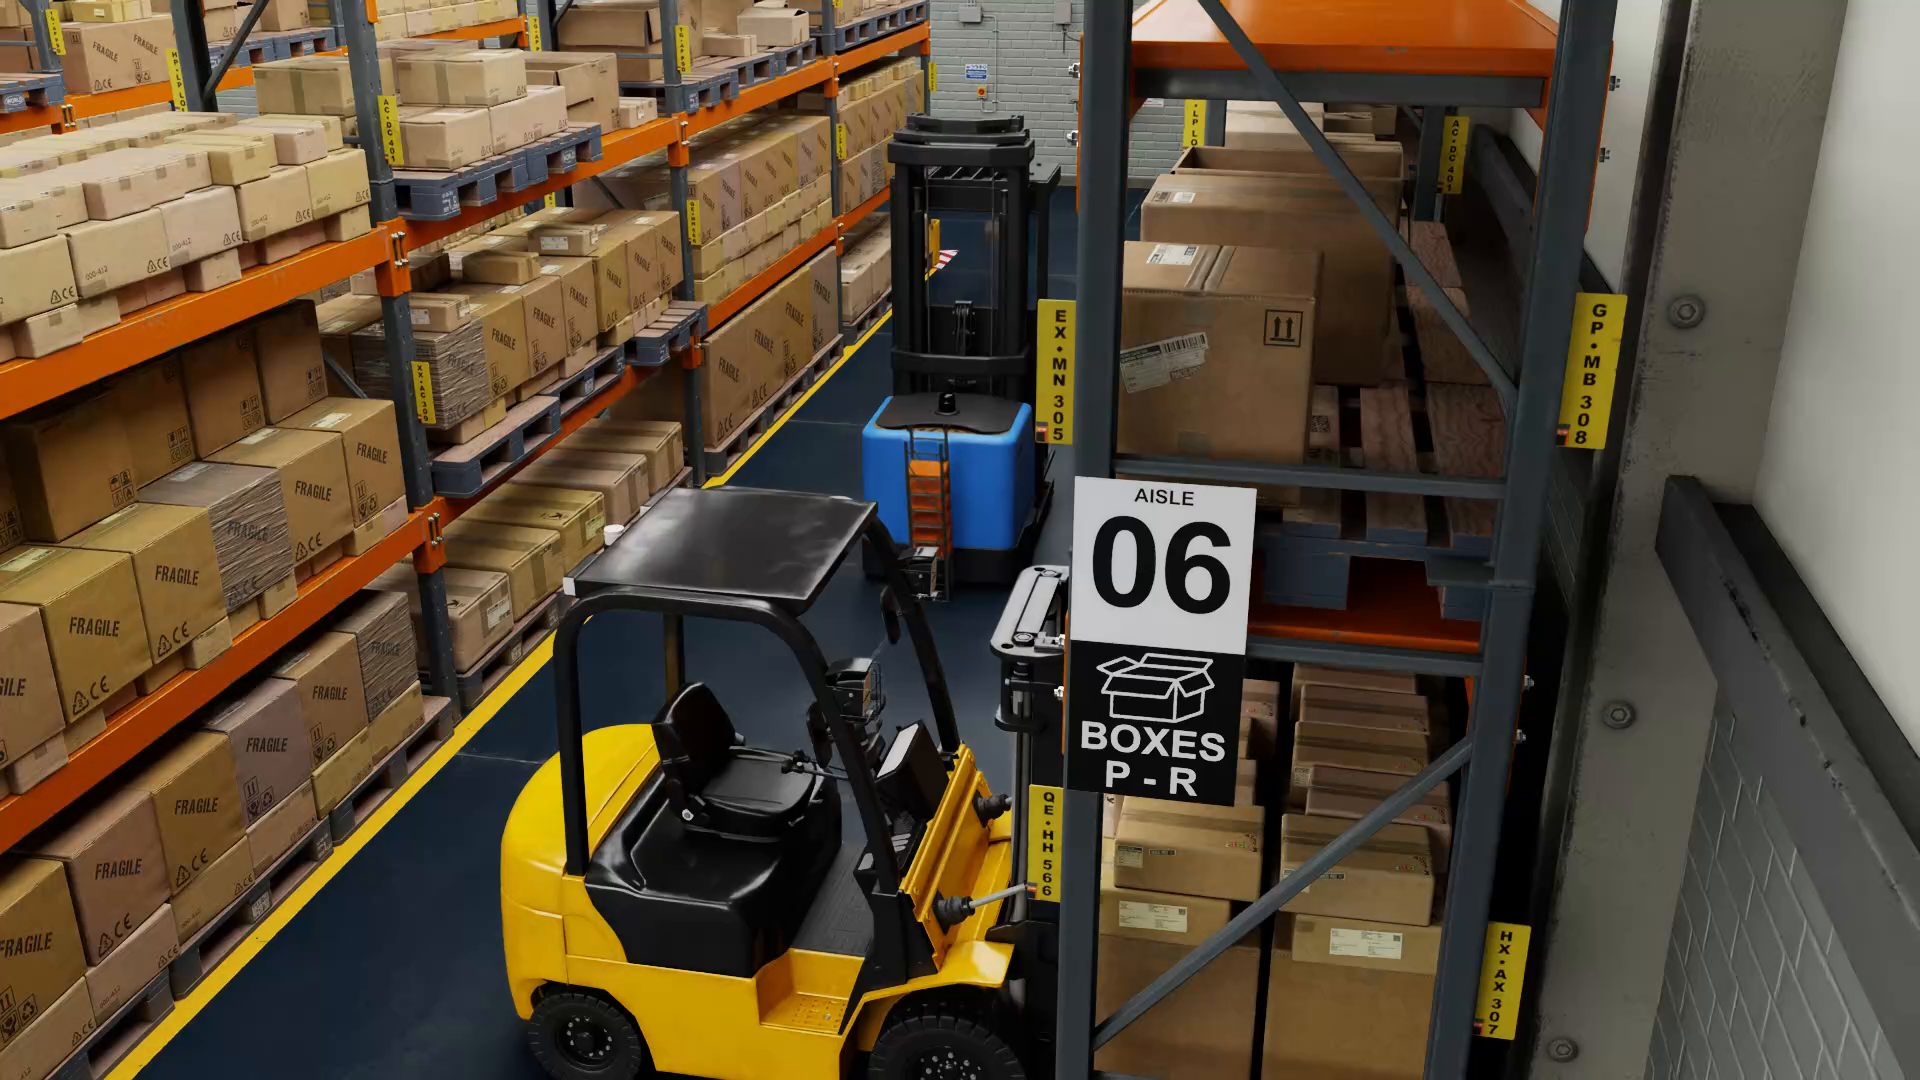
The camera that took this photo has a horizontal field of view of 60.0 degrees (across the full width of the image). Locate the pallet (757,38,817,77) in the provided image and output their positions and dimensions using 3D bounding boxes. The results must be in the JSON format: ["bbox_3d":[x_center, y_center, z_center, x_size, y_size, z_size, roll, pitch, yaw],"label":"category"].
[{"bbox_3d":[-1.804,-4.284,14.717,0.805,0.209,1.217,4,22,9],"label":"pallet"}]

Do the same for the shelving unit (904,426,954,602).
[{"bbox_3d":[-0.192,-0.151,10.604,0.258,1.200,0.189,4,34,9],"label":"shelving unit"}]

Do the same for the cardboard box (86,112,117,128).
[{"bbox_3d":[-10.597,-5.038,20.151,0.500,0.250,0.500,4,22,9],"label":"cardboard box"}]

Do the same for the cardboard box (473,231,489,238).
[{"bbox_3d":[-5.741,-3.539,19.481,0.380,0.149,0.250,5,22,12],"label":"cardboard box"}]

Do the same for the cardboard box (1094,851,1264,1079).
[{"bbox_3d":[0.590,1.199,4.728,0.500,0.500,0.500,4,22,10],"label":"cardboard box"}]

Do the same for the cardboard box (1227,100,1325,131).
[{"bbox_3d":[1.628,-2.173,8.642,0.500,0.311,0.500,4,22,9],"label":"cardboard box"}]

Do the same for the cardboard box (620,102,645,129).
[{"bbox_3d":[-2.383,-2.910,11.384,0.380,0.149,0.250,4,22,11],"label":"cardboard box"}]

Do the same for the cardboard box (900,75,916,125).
[{"bbox_3d":[-0.792,-4.906,18.547,0.500,0.500,0.500,5,22,11],"label":"cardboard box"}]

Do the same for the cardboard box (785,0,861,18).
[{"bbox_3d":[-1.421,-5.497,16.637,0.797,0.503,0.637,6,23,15],"label":"cardboard box"}]

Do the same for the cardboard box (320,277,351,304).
[{"bbox_3d":[-6.436,-2.406,16.597,0.500,0.500,0.500,4,22,10],"label":"cardboard box"}]

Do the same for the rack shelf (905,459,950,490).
[{"bbox_3d":[-0.203,-0.413,10.429,0.258,0.103,0.180,4,34,9],"label":"rack shelf"}]

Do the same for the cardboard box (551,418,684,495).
[{"bbox_3d":[-2.606,-0.628,12.352,0.950,0.372,0.625,3,22,7],"label":"cardboard box"}]

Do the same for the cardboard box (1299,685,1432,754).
[{"bbox_3d":[1.216,0.573,5.015,0.380,0.149,0.250,5,22,11],"label":"cardboard box"}]

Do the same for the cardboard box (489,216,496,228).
[{"bbox_3d":[-5.726,-3.777,19.675,0.380,0.149,0.250,4,22,9],"label":"cardboard box"}]

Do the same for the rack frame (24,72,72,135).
[{"bbox_3d":[-7.348,-2.198,13.296,1.000,3.000,0.127,4,22,11],"label":"rack frame"}]

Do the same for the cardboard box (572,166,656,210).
[{"bbox_3d":[-2.632,-2.577,12.765,0.500,0.500,0.500,4,22,9],"label":"cardboard box"}]

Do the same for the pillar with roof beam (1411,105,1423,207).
[{"bbox_3d":[0.005,-6.240,15.303,9.100,9.000,0.400,4,22,11],"label":"pillar with roof beam"}]

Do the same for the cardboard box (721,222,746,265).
[{"bbox_3d":[-2.030,-2.375,13.268,0.500,0.250,0.500,5,22,12],"label":"cardboard box"}]

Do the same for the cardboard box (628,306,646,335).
[{"bbox_3d":[-2.368,-1.508,11.356,0.380,0.149,0.250,3,22,8],"label":"cardboard box"}]

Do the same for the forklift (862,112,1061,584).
[{"bbox_3d":[0.108,-1.589,11.875,1.130,2.935,3.031,4,22,9],"label":"forklift"}]

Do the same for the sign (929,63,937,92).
[{"bbox_3d":[-0.320,-5.384,19.340,0.100,0.325,0.005,4,22,11],"label":"sign"}]

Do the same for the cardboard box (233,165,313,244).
[{"bbox_3d":[-3.226,-1.488,7.320,0.500,0.250,0.500,4,22,10],"label":"cardboard box"}]

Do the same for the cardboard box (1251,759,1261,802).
[{"bbox_3d":[0.740,0.674,5.163,0.380,0.149,0.250,4,22,11],"label":"cardboard box"}]

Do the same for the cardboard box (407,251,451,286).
[{"bbox_3d":[-3.263,-1.616,9.888,0.380,0.149,0.250,4,22,9],"label":"cardboard box"}]

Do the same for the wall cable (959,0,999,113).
[{"bbox_3d":[0.279,-7.333,24.645,0.585,1.953,0.123,4,22,11],"label":"wall cable"}]

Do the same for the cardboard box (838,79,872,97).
[{"bbox_3d":[-1.106,-4.600,16.920,0.380,0.149,0.250,4,22,9],"label":"cardboard box"}]

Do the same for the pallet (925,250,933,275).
[{"bbox_3d":[-0.935,-3.192,19.496,1.003,0.211,1.213,4,22,11],"label":"pallet"}]

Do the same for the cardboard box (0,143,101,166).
[{"bbox_3d":[-3.849,-1.567,6.984,0.380,0.149,0.250,4,22,9],"label":"cardboard box"}]

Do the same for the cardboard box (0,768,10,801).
[{"bbox_3d":[-3.671,0.892,5.960,0.380,0.149,0.250,4,22,9],"label":"cardboard box"}]

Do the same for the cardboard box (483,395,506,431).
[{"bbox_3d":[-2.816,-0.742,9.454,0.380,0.149,0.250,5,22,12],"label":"cardboard box"}]

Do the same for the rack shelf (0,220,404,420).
[{"bbox_3d":[-3.706,-0.721,6.576,1.077,0.370,4.000,4,22,11],"label":"rack shelf"}]

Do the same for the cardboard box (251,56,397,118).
[{"bbox_3d":[-3.304,-2.365,8.665,0.500,0.250,0.500,5,22,12],"label":"cardboard box"}]

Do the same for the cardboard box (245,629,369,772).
[{"bbox_3d":[-3.257,0.761,8.063,0.500,0.500,0.500,5,22,12],"label":"cardboard box"}]

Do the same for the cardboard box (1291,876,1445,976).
[{"bbox_3d":[1.070,0.994,4.369,0.380,0.149,0.250,4,22,10],"label":"cardboard box"}]

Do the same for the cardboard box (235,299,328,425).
[{"bbox_3d":[-3.599,-0.899,8.199,0.700,0.500,0.500,4,22,10],"label":"cardboard box"}]

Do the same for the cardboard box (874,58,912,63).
[{"bbox_3d":[-0.754,-5.353,18.790,0.380,0.149,0.250,5,22,12],"label":"cardboard box"}]

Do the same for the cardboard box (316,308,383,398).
[{"bbox_3d":[-3.428,-0.960,9.129,0.500,0.500,0.500,4,22,10],"label":"cardboard box"}]

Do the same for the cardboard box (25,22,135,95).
[{"bbox_3d":[-6.971,-3.824,13.185,0.500,0.500,0.500,4,22,11],"label":"cardboard box"}]

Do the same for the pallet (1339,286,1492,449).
[{"bbox_3d":[1.163,-0.609,5.455,1.003,0.211,1.213,4,22,11],"label":"pallet"}]

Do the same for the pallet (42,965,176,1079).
[{"bbox_3d":[-3.898,2.039,6.507,1.003,0.211,1.213,4,22,11],"label":"pallet"}]

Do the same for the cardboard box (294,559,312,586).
[{"bbox_3d":[-3.303,0.134,7.843,0.380,0.149,0.250,4,22,10],"label":"cardboard box"}]

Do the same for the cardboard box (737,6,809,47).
[{"bbox_3d":[-1.639,-4.527,14.621,0.500,0.311,0.500,4,22,11],"label":"cardboard box"}]

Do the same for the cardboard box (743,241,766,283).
[{"bbox_3d":[-1.935,-2.328,13.821,0.500,0.250,0.500,5,23,13],"label":"cardboard box"}]

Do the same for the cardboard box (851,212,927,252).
[{"bbox_3d":[-0.886,-3.541,19.498,0.875,0.438,0.875,4,22,9],"label":"cardboard box"}]

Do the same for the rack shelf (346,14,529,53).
[{"bbox_3d":[-6.123,-5.450,18.319,1.077,0.370,4.000,4,22,11],"label":"rack shelf"}]

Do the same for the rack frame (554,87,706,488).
[{"bbox_3d":[-2.481,-1.858,12.451,1.000,3.000,0.127,4,22,11],"label":"rack frame"}]

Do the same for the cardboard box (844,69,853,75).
[{"bbox_3d":[-1.379,-5.100,18.162,0.380,0.149,0.250,5,22,11],"label":"cardboard box"}]

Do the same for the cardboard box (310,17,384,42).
[{"bbox_3d":[-6.179,-5.132,16.766,0.500,0.250,0.500,6,23,14],"label":"cardboard box"}]

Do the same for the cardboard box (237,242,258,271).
[{"bbox_3d":[-3.328,-1.261,7.290,0.380,0.149,0.250,4,22,9],"label":"cardboard box"}]

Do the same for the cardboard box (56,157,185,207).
[{"bbox_3d":[-3.347,-1.427,6.636,0.380,0.149,0.250,5,22,12],"label":"cardboard box"}]

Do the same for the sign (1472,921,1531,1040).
[{"bbox_3d":[1.288,1.051,3.963,0.100,0.325,0.005,4,22,11],"label":"sign"}]
